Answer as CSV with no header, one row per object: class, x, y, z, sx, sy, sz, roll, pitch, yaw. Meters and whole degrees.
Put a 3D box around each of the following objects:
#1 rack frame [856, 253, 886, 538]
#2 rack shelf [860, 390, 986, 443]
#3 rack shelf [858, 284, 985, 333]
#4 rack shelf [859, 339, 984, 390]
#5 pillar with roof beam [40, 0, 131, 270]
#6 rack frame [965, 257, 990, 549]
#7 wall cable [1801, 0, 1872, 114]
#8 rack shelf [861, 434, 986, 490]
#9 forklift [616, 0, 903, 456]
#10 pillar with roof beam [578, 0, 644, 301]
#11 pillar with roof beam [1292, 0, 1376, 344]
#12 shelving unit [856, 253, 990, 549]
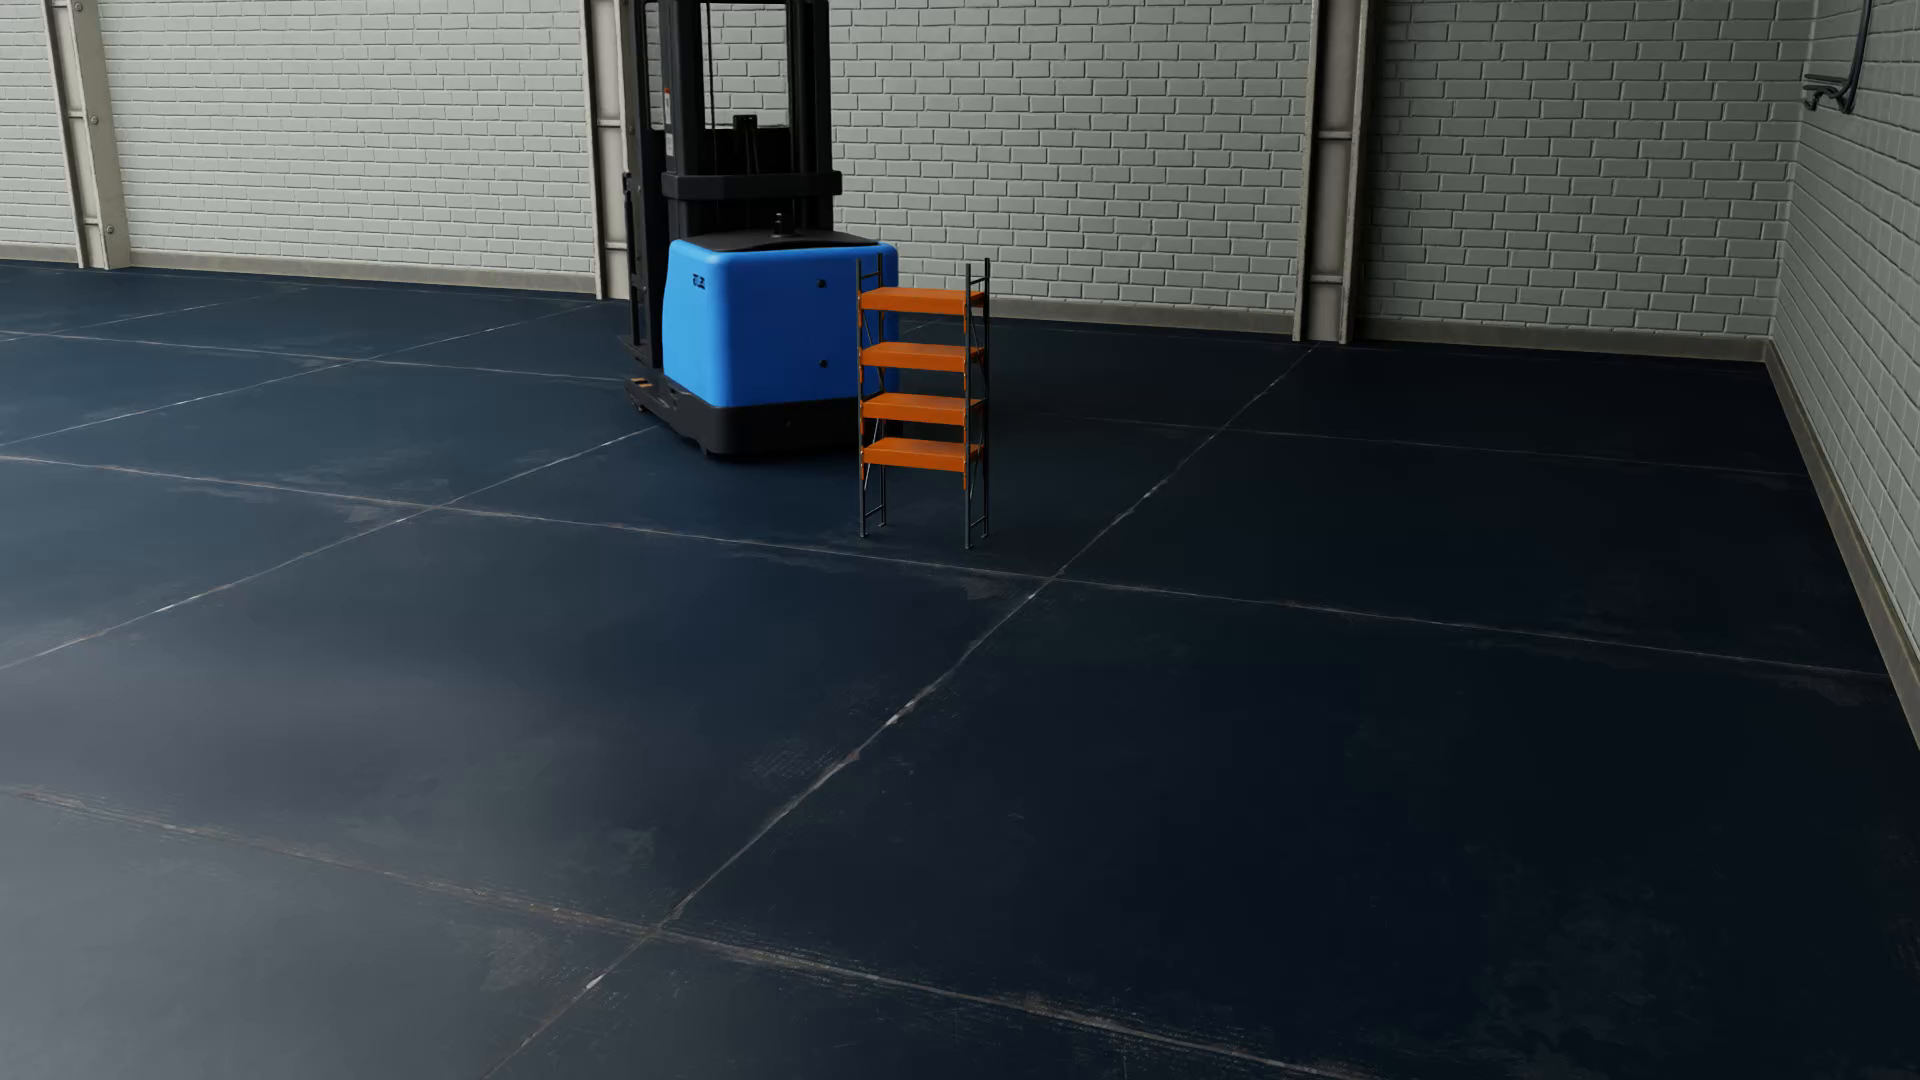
rack frame,-0.381,-0.618,7.151,0.015,1.200,0.240,6,17,21
rack shelf,-0.154,-0.529,7.083,0.480,0.148,0.258,6,17,21
rack shelf,-0.154,-0.971,6.955,0.480,0.148,0.258,6,17,21
rack shelf,-0.154,-0.743,7.021,0.480,0.148,0.258,6,17,21
pillar with roof beam,-10.059,-5.918,11.418,0.400,9.000,9.100,6,17,21
rack frame,0.073,-0.568,6.979,0.015,1.200,0.240,6,17,21
wall cable,4.939,-3.671,9.249,0.112,2.526,3.097,6,17,21
rack shelf,-0.154,-0.338,7.139,0.480,0.148,0.258,6,17,21
forklift,-1.362,-2.206,9.516,1.130,2.935,3.031,-7,18,-23
pillar with roof beam,-4.477,-5.304,9.304,0.400,9.000,9.100,6,17,21
pillar with roof beam,1.105,-4.690,7.189,0.400,9.000,9.100,6,17,21
shelving unit,-0.154,-0.593,7.065,0.503,1.200,0.258,6,17,21
